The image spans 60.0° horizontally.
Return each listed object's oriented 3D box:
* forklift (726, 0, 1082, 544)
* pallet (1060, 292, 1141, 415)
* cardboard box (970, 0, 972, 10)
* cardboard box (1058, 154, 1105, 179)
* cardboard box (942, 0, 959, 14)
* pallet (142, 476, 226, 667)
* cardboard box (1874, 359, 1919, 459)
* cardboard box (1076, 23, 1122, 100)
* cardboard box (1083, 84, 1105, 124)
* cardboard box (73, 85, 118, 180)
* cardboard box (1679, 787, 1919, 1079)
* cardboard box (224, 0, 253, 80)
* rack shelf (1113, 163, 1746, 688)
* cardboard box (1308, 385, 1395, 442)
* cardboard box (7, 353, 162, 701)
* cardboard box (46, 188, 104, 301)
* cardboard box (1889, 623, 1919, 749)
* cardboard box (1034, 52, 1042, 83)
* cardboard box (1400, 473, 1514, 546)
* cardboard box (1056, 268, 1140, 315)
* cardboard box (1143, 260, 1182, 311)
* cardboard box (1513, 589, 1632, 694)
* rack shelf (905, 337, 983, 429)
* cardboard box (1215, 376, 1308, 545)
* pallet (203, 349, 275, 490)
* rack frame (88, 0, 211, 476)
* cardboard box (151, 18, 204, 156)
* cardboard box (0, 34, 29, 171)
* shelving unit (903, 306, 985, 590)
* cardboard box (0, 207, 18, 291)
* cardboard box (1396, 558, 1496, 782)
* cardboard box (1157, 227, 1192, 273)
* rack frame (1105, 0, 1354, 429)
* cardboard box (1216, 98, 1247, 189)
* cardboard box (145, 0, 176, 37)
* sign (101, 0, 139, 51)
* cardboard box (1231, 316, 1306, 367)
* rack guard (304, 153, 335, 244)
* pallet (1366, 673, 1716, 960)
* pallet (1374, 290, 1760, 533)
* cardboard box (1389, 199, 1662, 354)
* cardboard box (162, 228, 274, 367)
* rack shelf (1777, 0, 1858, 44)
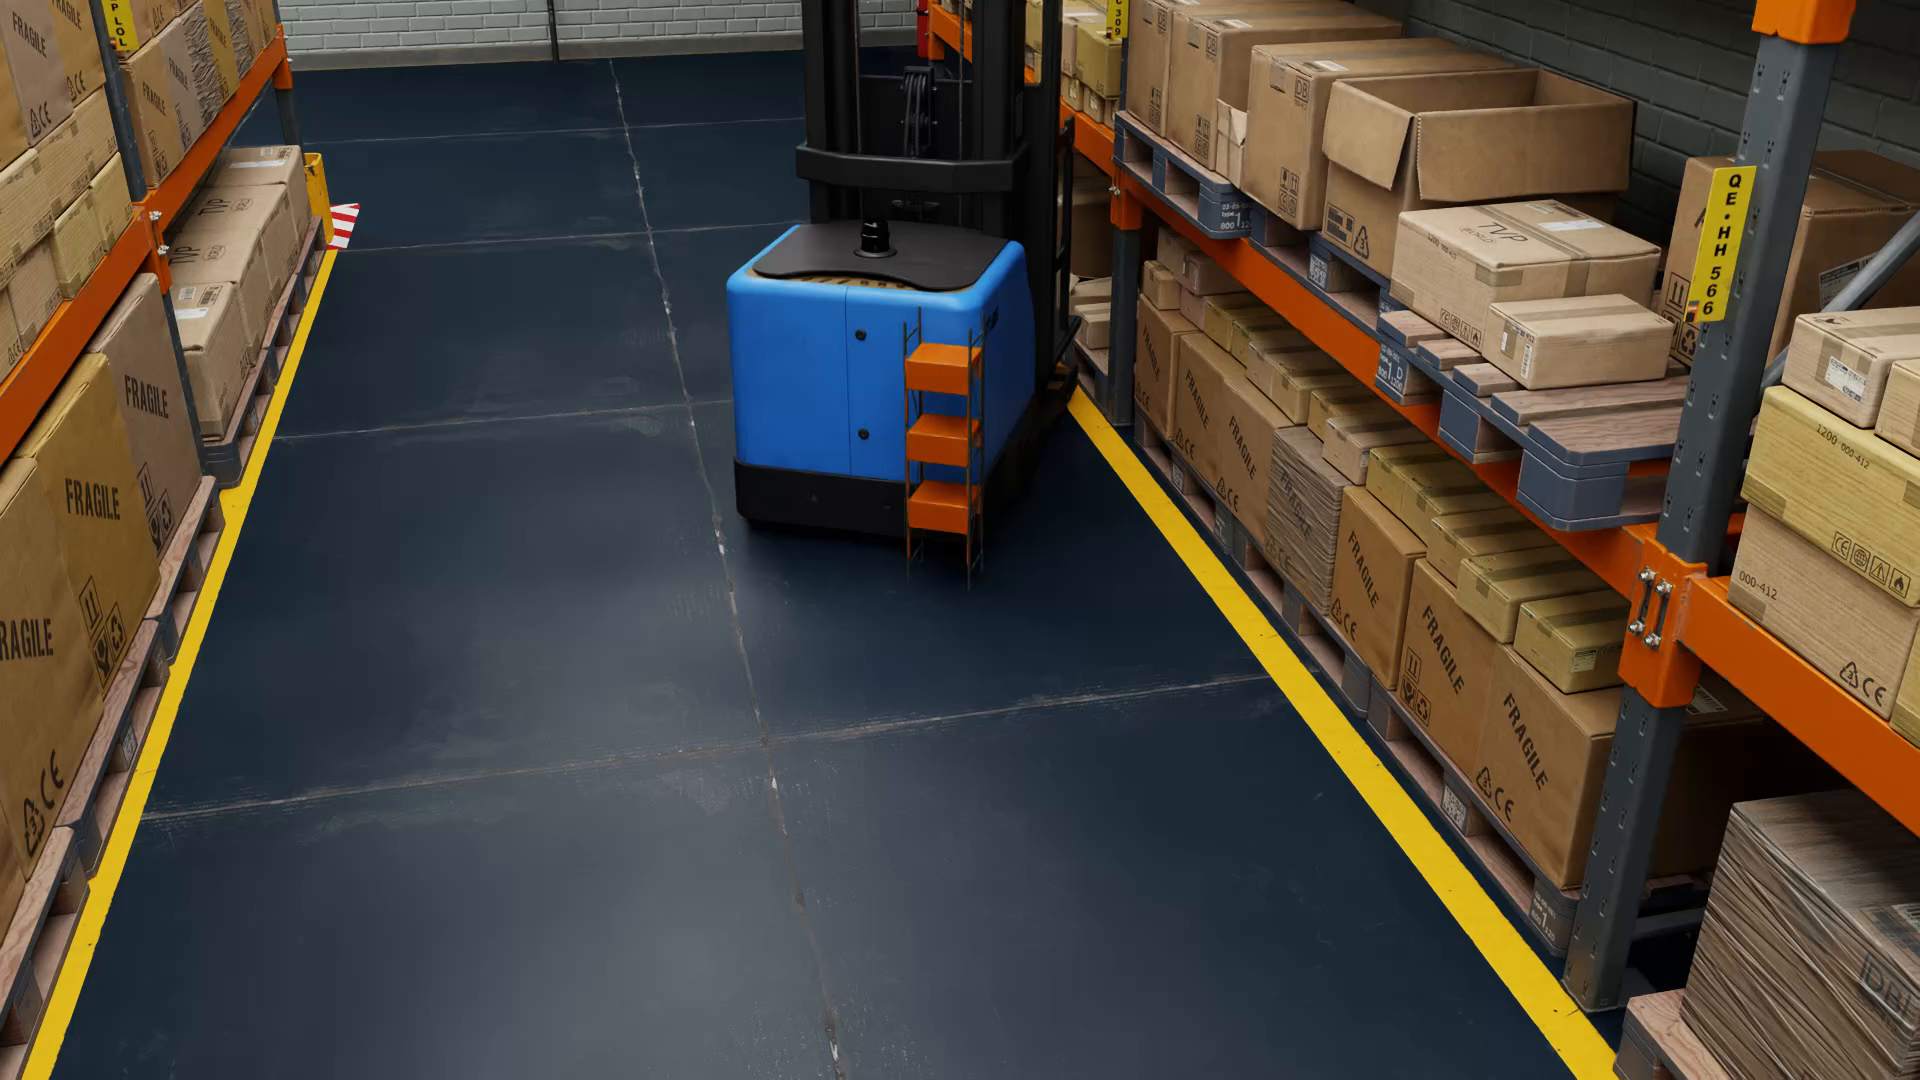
[{"bbox_3d":[-0.048,-1.939,7.338,1.130,2.935,3.031,7,28,13],"label":"forklift"},{"bbox_3d":[1.038,-0.996,8.488,1.003,0.211,1.213,-6,27,-12],"label":"pallet"},{"bbox_3d":[0.361,-3.091,9.381,0.500,0.250,0.500,-6,27,-13],"label":"cardboard box"},{"bbox_3d":[0.512,-1.867,9.428,0.500,0.500,0.500,-5,27,-11],"label":"cardboard box"},{"bbox_3d":[0.097,-3.411,10.457,0.380,0.149,0.250,-6,27,-12],"label":"cardboard box"},{"bbox_3d":[-3.396,0.143,6.233,1.003,0.211,1.213,-6,27,-12],"label":"pallet"},{"bbox_3d":[1.939,-0.230,3.046,0.380,0.149,0.250,-5,27,-10],"label":"cardboard box"},{"bbox_3d":[0.839,-2.204,7.623,0.500,0.250,0.500,-5,27,-10],"label":"cardboard box"},{"bbox_3d":[0.794,-2.053,7.768,0.380,0.149,0.250,-5,27,-10],"label":"cardboard box"},{"bbox_3d":[-3.308,-1.421,5.847,0.500,0.250,0.500,-6,27,-12],"label":"cardboard box"},{"bbox_3d":[2.220,0.965,3.679,0.875,0.625,0.625,-5,27,-10],"label":"cardboard box"},{"bbox_3d":[-3.955,-2.602,8.466,0.500,0.500,0.500,-5,27,-10],"label":"cardboard box"},{"bbox_3d":[1.642,-0.740,5.685,1.077,0.370,4.000,-6,27,-12],"label":"rack shelf"},{"bbox_3d":[1.458,-0.433,5.867,0.380,0.149,0.250,-6,27,-11],"label":"cardboard box"},{"bbox_3d":[-3.215,-0.012,5.337,0.875,0.875,0.875,-5,27,-10],"label":"cardboard box"},{"bbox_3d":[-3.183,-0.971,5.512,0.500,0.250,0.500,-6,27,-12],"label":"cardboard box"},{"bbox_3d":[2.063,0.325,2.944,0.500,0.250,0.500,-7,28,-13],"label":"cardboard box"},{"bbox_3d":[0.594,-2.392,8.439,0.380,0.149,0.250,-6,27,-12],"label":"cardboard box"},{"bbox_3d":[1.611,-0.092,5.192,0.380,0.149,0.250,-5,27,-10],"label":"cardboard box"},{"bbox_3d":[0.699,-1.277,8.520,0.396,0.266,0.258,-5,27,-10],"label":"cardboard box"},{"bbox_3d":[1.013,-1.116,7.219,0.380,0.149,0.250,-5,27,-9],"label":"cardboard box"},{"bbox_3d":[1.735,0.265,4.484,0.380,0.149,0.250,-7,28,-14],"label":"cardboard box"},{"bbox_3d":[-0.057,-0.579,6.127,0.240,0.259,0.215,7,28,14],"label":"rack shelf"},{"bbox_3d":[1.319,-0.323,6.369,0.500,0.500,0.500,-7,28,-13],"label":"cardboard box"},{"bbox_3d":[-3.739,-0.530,7.566,1.003,0.211,1.213,-6,27,-12],"label":"pallet"},{"bbox_3d":[-3.644,-1.433,6.261,1.000,3.000,0.127,-6,27,-12],"label":"rack frame"},{"bbox_3d":[-3.604,-1.932,7.137,0.500,0.500,0.500,-6,27,-11],"label":"cardboard box"},{"bbox_3d":[-3.079,-1.303,4.781,0.500,0.500,0.500,-5,27,-10],"label":"cardboard box"},{"bbox_3d":[-0.057,-0.336,6.250,0.252,1.050,0.215,7,28,14],"label":"shelving unit"},{"bbox_3d":[-2.933,-0.752,4.523,0.500,0.250,0.500,-5,27,-11],"label":"cardboard box"},{"bbox_3d":[1.686,0.361,5.014,0.500,0.500,0.500,-6,27,-12],"label":"cardboard box"},{"bbox_3d":[1.072,-1.254,7.165,0.380,0.149,0.250,-6,27,-12],"label":"cardboard box"},{"bbox_3d":[1.191,-1.939,7.262,1.000,3.000,0.127,-6,27,-12],"label":"rack frame"},{"bbox_3d":[1.131,-1.418,5.913,0.396,0.266,0.258,-5,27,-9],"label":"cardboard box"},{"bbox_3d":[-3.623,-2.380,6.916,0.500,0.500,0.500,-6,27,-12],"label":"cardboard box"},{"bbox_3d":[-3.117,-1.974,6.135,0.100,0.325,0.005,-6,27,-12],"label":"sign"},{"bbox_3d":[1.295,-0.771,6.537,0.380,0.149,0.250,-6,27,-12],"label":"cardboard box"},{"bbox_3d":[-4.551,-2.084,10.324,1.175,0.500,0.348,-6,27,-12],"label":"rack guard"},{"bbox_3d":[1.961,0.730,5.069,1.003,0.211,1.213,-6,27,-12],"label":"pallet"},{"bbox_3d":[1.872,-0.388,4.402,1.213,0.211,1.003,-6,27,-12],"label":"pallet"},{"bbox_3d":[1.540,-0.734,4.575,0.500,0.250,0.500,-7,28,-14],"label":"cardboard box"},{"bbox_3d":[-3.883,-1.156,8.090,0.875,0.438,0.875,-7,28,-13],"label":"cardboard box"},{"bbox_3d":[2.544,-0.323,1.530,1.077,0.370,4.000,-6,27,-12],"label":"rack shelf"}]
